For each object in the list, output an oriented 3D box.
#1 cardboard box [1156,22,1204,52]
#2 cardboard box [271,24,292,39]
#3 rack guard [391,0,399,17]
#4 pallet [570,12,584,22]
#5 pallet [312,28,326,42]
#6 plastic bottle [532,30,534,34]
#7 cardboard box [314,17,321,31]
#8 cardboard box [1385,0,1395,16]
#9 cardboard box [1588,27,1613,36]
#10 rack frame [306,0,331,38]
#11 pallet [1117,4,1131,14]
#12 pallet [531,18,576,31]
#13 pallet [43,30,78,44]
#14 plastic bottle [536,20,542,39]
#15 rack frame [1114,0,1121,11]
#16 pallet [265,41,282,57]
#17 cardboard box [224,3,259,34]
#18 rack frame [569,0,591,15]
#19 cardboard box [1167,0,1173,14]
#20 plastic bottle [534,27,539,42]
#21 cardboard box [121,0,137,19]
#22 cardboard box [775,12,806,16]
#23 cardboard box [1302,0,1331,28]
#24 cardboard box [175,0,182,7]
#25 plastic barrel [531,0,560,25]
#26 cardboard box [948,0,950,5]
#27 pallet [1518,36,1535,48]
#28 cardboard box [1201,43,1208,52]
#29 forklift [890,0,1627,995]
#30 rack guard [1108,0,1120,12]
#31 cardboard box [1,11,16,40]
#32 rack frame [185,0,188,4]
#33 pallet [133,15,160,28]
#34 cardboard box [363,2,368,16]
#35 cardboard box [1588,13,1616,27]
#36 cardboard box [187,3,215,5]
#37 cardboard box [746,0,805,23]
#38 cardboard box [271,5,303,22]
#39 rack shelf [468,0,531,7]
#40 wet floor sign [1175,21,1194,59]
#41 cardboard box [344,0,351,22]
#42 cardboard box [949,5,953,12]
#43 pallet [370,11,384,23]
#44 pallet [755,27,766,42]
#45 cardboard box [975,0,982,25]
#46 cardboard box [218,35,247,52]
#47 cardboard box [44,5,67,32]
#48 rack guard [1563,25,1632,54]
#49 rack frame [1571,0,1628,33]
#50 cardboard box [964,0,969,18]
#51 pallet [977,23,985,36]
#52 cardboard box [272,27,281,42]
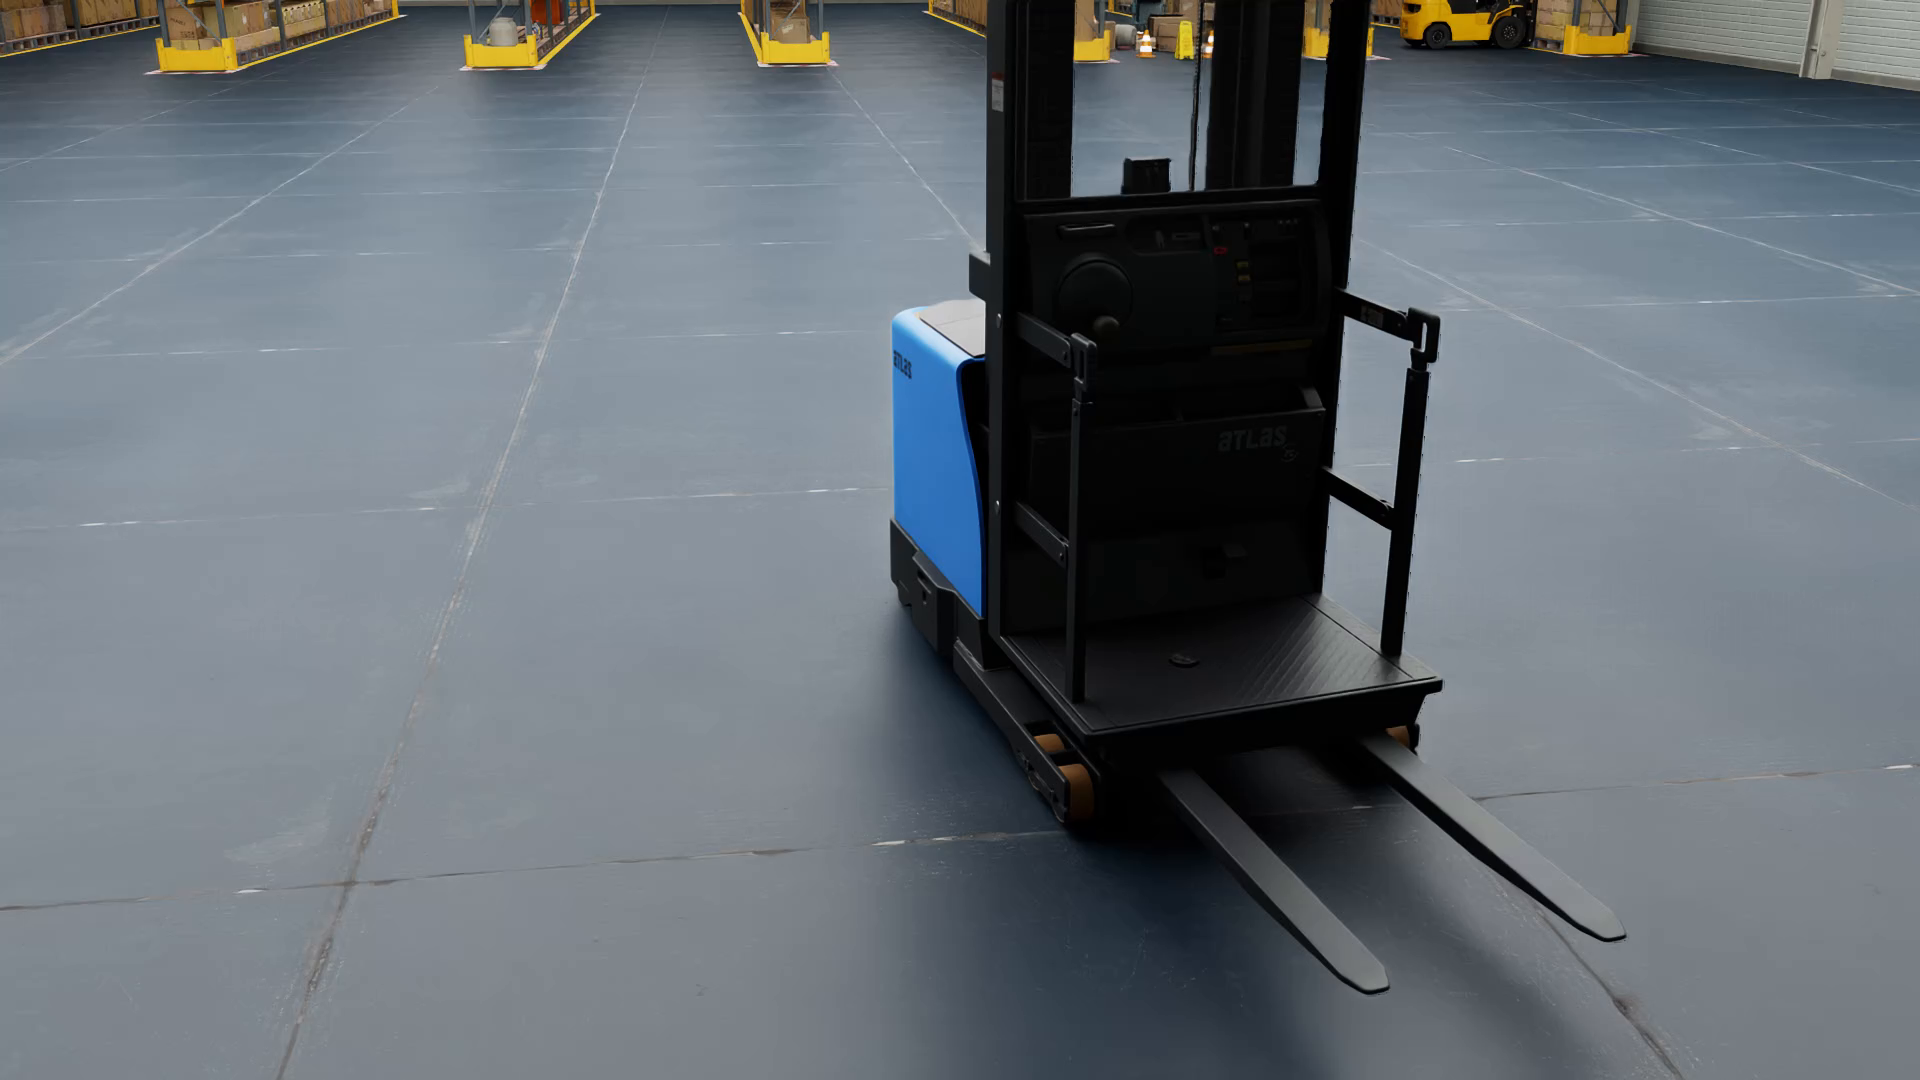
[{"bbox_3d":[4.184,-9.557,31.585,0.637,0.503,0.797,17,27,39],"label":"cardboard box"},{"bbox_3d":[-13.057,-9.694,31.712,0.500,0.250,0.500,-3,21,-9],"label":"cardboard box"},{"bbox_3d":[-14.963,-13.590,42.388,1.175,0.500,0.348,-3,21,-8],"label":"rack guard"},{"bbox_3d":[-9.639,-12.597,40.143,1.003,0.211,1.213,-3,21,-8],"label":"pallet"},{"bbox_3d":[-13.740,-10.424,34.325,1.003,0.211,1.213,-3,21,-8],"label":"pallet"},{"bbox_3d":[-7.718,-9.068,29.978,0.097,0.271,0.097,0,20,0],"label":"plastic bottle"},{"bbox_3d":[-13.425,-10.578,34.081,0.500,0.250,0.500,-3,21,-8],"label":"cardboard box"},{"bbox_3d":[10.365,-12.603,39.144,0.500,0.500,0.500,-3,21,-9],"label":"cardboard box"},{"bbox_3d":[11.977,-9.586,31.425,0.500,0.250,0.500,-3,21,-8],"label":"cardboard box"},{"bbox_3d":[-13.821,-12.018,34.605,1.000,3.000,0.127,-3,21,-8],"label":"rack frame"},{"bbox_3d":[4.829,-14.206,44.451,1.003,0.211,1.213,-3,21,-8],"label":"pallet"},{"bbox_3d":[-9.246,-11.652,37.612,1.003,0.211,1.213,-3,21,-8],"label":"pallet"},{"bbox_3d":[-18.611,-10.190,33.696,1.003,0.211,1.213,-3,21,-8],"label":"pallet"},{"bbox_3d":[-7.936,-9.572,31.213,0.144,0.351,0.185,-4,21,-10],"label":"plastic bottle"},{"bbox_3d":[4.636,-15.786,44.694,1.000,3.000,0.127,-3,21,-8],"label":"rack frame"},{"bbox_3d":[-13.171,-9.049,30.642,1.003,0.211,1.213,-3,21,-8],"label":"pallet"},{"bbox_3d":[-12.738,-9.224,29.384,0.500,0.500,0.500,-3,21,-8],"label":"cardboard box"},{"bbox_3d":[-10.072,-15.036,42.687,1.000,3.000,0.127,-3,21,-8],"label":"rack frame"},{"bbox_3d":[5.519,-13.079,39.884,0.875,0.875,0.875,-2,21,-6],"label":"cardboard box"},{"bbox_3d":[-7.811,-9.291,30.576,0.097,0.271,0.097,0,20,0],"label":"plastic bottle"},{"bbox_3d":[-19.076,-12.123,37.359,0.750,0.750,0.750,-3,21,-7],"label":"cardboard box"},{"bbox_3d":[-3.165,-9.607,31.125,0.500,0.500,0.500,-5,21,-13],"label":"cardboard box"},{"bbox_3d":[6.569,-9.770,30.846,0.500,0.500,0.500,-3,21,-7],"label":"cardboard box"},{"bbox_3d":[-19.675,-13.325,41.078,0.700,0.500,0.500,-3,21,-8],"label":"cardboard box"},{"bbox_3d":[-9.006,-11.615,36.028,0.600,0.830,0.708,-3,21,-8],"label":"plastic barrel"},{"bbox_3d":[-0.082,-13.303,41.095,0.380,0.149,0.250,-4,21,-10],"label":"cardboard box"},{"bbox_3d":[11.530,-9.876,32.855,1.003,0.211,1.213,-3,21,-8],"label":"pallet"},{"bbox_3d":[4.755,-9.262,31.302,0.380,0.149,0.250,8,22,20],"label":"cardboard box"},{"bbox_3d":[0.695,-0.746,4.524,1.130,2.935,3.031,-7,21,-17],"label":"forklift"},{"bbox_3d":[4.633,-14.623,45.154,1.175,0.500,0.348,-3,21,-8],"label":"rack guard"},{"bbox_3d":[-18.268,-9.671,31.265,0.700,0.500,0.500,-2,21,-6],"label":"cardboard box"},{"bbox_3d":[-19.875,-14.536,41.349,1.000,3.000,0.127,-3,21,-8],"label":"rack frame"},{"bbox_3d":[-19.331,-12.112,38.844,1.003,0.211,1.213,-3,21,-8],"label":"pallet"},{"bbox_3d":[-14.244,-12.505,39.125,0.500,0.311,0.500,-3,21,-8],"label":"cardboard box"},{"bbox_3d":[11.992,-9.814,31.320,0.500,0.250,0.500,-3,21,-7],"label":"cardboard box"},{"bbox_3d":[-13.269,-9.197,29.311,0.500,0.500,0.500,-3,21,-8],"label":"cardboard box"},{"bbox_3d":[-4.096,-11.957,36.881,1.225,0.875,0.875,-4,21,-10],"label":"cardboard box"},{"bbox_3d":[-13.200,-10.312,32.568,0.500,0.311,0.500,-4,21,-10],"label":"cardboard box"},{"bbox_3d":[-8.053,-9.852,29.835,1.077,0.370,4.000,-3,21,-8],"label":"rack shelf"},{"bbox_3d":[4.022,-8.948,29.752,0.267,0.644,0.232,-7,21,-17],"label":"wet floor sign"},{"bbox_3d":[-13.832,-11.760,36.860,0.500,0.500,0.500,-4,21,-10],"label":"cardboard box"},{"bbox_3d":[-0.065,-13.096,40.967,0.380,0.149,0.250,-3,21,-7],"label":"cardboard box"},{"bbox_3d":[-14.674,-12.757,40.572,1.003,0.211,1.213,-3,21,-8],"label":"pallet"},{"bbox_3d":[-3.733,-10.518,34.575,1.003,0.211,1.213,-3,21,-8],"label":"pallet"},{"bbox_3d":[0.904,-11.659,36.259,1.050,0.750,0.750,-3,21,-8],"label":"cardboard box"},{"bbox_3d":[-12.600,-8.526,28.587,0.500,0.250,0.500,-3,21,-8],"label":"cardboard box"},{"bbox_3d":[-18.567,-10.555,33.633,0.700,0.500,0.500,-3,21,-7],"label":"cardboard box"},{"bbox_3d":[11.857,-9.318,30.951,1.175,0.500,0.348,-3,21,-8],"label":"rack guard"},{"bbox_3d":[11.854,-10.498,30.536,1.000,3.000,0.127,-3,21,-8],"label":"rack frame"},{"bbox_3d":[0.389,-12.334,38.424,0.500,0.500,0.500,-4,21,-10],"label":"cardboard box"},{"bbox_3d":[0.945,-11.148,36.263,1.003,0.211,1.213,-3,21,-8],"label":"pallet"},{"bbox_3d":[-12.961,-9.392,30.905,0.500,0.250,0.500,-3,21,-8],"label":"cardboard box"}]
